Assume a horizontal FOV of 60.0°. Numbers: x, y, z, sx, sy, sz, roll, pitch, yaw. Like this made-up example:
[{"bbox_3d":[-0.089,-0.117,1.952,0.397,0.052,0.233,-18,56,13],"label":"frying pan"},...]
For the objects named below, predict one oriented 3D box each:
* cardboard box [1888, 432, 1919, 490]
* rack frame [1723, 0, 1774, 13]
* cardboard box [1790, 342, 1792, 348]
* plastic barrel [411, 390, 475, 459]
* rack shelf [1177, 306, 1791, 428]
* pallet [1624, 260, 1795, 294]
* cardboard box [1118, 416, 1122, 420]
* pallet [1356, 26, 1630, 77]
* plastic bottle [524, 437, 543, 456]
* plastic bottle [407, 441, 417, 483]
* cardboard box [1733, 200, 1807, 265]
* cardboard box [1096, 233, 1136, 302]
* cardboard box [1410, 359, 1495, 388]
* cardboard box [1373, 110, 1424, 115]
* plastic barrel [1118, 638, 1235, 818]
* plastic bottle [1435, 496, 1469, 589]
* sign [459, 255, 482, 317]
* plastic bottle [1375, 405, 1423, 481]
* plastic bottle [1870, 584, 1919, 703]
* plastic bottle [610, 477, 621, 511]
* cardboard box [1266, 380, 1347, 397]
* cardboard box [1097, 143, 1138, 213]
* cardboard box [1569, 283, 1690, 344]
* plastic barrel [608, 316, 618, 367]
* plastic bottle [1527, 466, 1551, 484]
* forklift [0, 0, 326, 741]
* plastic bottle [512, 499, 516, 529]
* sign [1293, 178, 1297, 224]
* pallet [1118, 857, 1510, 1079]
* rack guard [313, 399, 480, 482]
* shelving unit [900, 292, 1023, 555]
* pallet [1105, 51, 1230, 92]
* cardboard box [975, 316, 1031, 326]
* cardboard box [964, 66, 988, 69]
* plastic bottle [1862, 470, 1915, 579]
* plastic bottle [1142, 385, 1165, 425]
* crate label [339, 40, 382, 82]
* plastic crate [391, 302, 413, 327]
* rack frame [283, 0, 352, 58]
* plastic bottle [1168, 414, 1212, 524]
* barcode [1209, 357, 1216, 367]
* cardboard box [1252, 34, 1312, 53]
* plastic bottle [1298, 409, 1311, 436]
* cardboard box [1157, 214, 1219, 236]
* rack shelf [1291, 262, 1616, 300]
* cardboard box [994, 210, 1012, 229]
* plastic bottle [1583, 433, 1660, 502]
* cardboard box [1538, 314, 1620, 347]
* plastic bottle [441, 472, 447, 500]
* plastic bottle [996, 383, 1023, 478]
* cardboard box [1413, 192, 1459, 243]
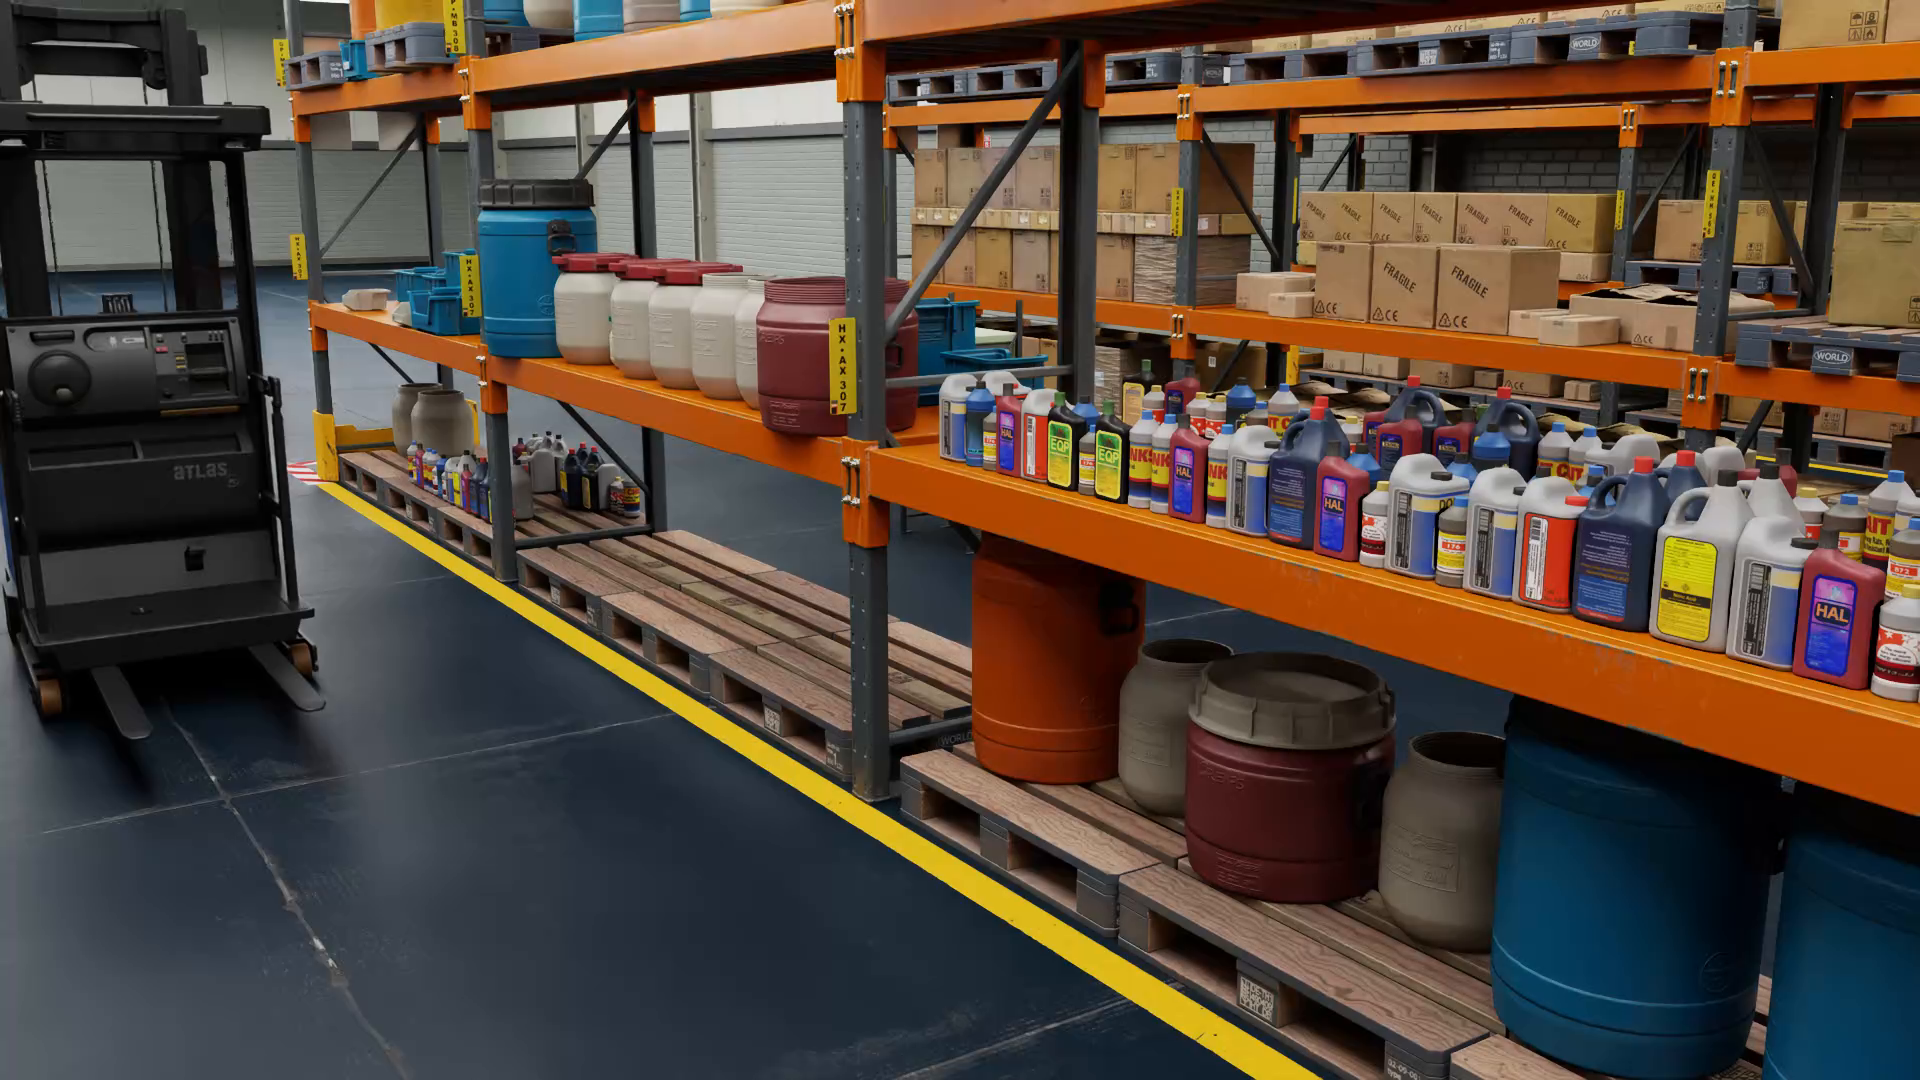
[{"bbox_3d":[4.929,-0.376,8.126,0.500,0.250,0.500,-7,14,-31],"label":"cardboard box"},{"bbox_3d":[4.181,-4.095,8.023,1.000,3.000,0.127,-8,15,-33],"label":"rack frame"},{"bbox_3d":[7.046,-1.524,13.374,0.500,0.250,0.500,-9,15,-34],"label":"cardboard box"},{"bbox_3d":[-3.671,-0.794,11.811,0.421,0.512,0.421,0,12,0],"label":"plastic barrel"},{"bbox_3d":[3.073,-1.168,10.367,1.077,0.370,4.000,-8,15,-33],"label":"rack shelf"},{"bbox_3d":[6.389,-2.216,13.921,1.003,0.211,1.213,-8,15,-33],"label":"pallet"},{"bbox_3d":[1.526,-0.794,12.424,0.500,0.250,0.500,-8,15,-33],"label":"cardboard box"},{"bbox_3d":[3.108,-2.846,9.775,1.003,0.211,1.213,-7,14,-30],"label":"pallet"},{"bbox_3d":[-2.878,-0.563,11.259,0.152,0.276,0.135,-8,15,-32],"label":"plastic bottle"},{"bbox_3d":[-3.632,-0.524,11.093,0.097,0.271,0.097,0,12,0],"label":"plastic bottle"},{"bbox_3d":[6.644,-2.531,13.652,0.700,0.500,0.500,-6,14,-27],"label":"cardboard box"},{"bbox_3d":[1.416,-2.095,12.689,0.700,0.500,0.500,-8,15,-33],"label":"cardboard box"},{"bbox_3d":[4.859,-1.796,16.375,0.700,0.500,0.500,-9,15,-36],"label":"cardboard box"},{"bbox_3d":[4.406,-4.417,16.237,0.500,0.500,0.500,-7,14,-30],"label":"cardboard box"},{"bbox_3d":[0.728,0.607,5.407,0.421,0.512,0.421,0,12,0],"label":"plastic barrel"},{"bbox_3d":[1.141,0.002,3.795,0.097,0.201,0.097,0,12,0],"label":"plastic bottle"},{"bbox_3d":[-2.625,-1.362,8.920,0.100,0.325,0.005,-8,15,-33],"label":"sign"},{"bbox_3d":[1.250,-0.247,4.742,0.061,0.283,0.133,-8,15,-33],"label":"plastic bottle"},{"bbox_3d":[1.697,0.181,2.979,0.097,0.201,0.097,0,12,0],"label":"plastic bottle"},{"bbox_3d":[-2.085,-0.282,10.152,0.097,0.201,0.097,0,12,0],"label":"plastic bottle"},{"bbox_3d":[2.428,-0.973,11.931,0.500,0.311,0.500,-8,15,-33],"label":"cardboard box"},{"bbox_3d":[1.433,-2.726,12.535,0.700,0.500,0.500,-8,15,-33],"label":"cardboard box"},{"bbox_3d":[3.847,-1.303,9.505,0.500,0.311,0.500,-8,15,-33],"label":"cardboard box"},{"bbox_3d":[-1.555,-0.969,8.094,0.301,0.262,0.301,0,12,0],"label":"plastic barrel"},{"bbox_3d":[1.321,-0.033,3.791,0.097,0.271,0.097,0,12,0],"label":"plastic bottle"},{"bbox_3d":[-3.547,-0.801,7.166,1.130,2.935,3.031,-8,15,-32],"label":"forklift"},{"bbox_3d":[-2.621,-0.165,9.617,0.097,0.201,0.097,0,12,0],"label":"plastic bottle"},{"bbox_3d":[2.411,-2.468,12.103,0.100,0.325,0.005,-8,15,-33],"label":"sign"},{"bbox_3d":[1.199,1.136,4.674,1.003,0.211,1.213,-8,15,-33],"label":"pallet"},{"bbox_3d":[-4.296,-0.772,12.722,1.175,0.500,0.348,-8,15,-33],"label":"rack guard"},{"bbox_3d":[-0.004,-0.734,10.207,0.431,1.500,0.755,-8,15,-33],"label":"shelving unit"},{"bbox_3d":[1.471,-3.446,12.285,1.003,0.211,1.213,-8,15,-33],"label":"pallet"},{"bbox_3d":[0.293,-1.755,15.063,0.500,0.500,0.500,-8,15,-33],"label":"cardboard box"},{"bbox_3d":[0.254,-3.973,13.764,0.380,0.149,0.250,-8,15,-33],"label":"cardboard box"},{"bbox_3d":[2.088,-0.021,3.735,0.097,0.271,0.097,0,12,0],"label":"plastic bottle"},{"bbox_3d":[0.683,-0.437,5.805,0.097,0.201,0.097,0,12,0],"label":"plastic bottle"},{"bbox_3d":[-3.615,-3.022,10.486,0.502,0.251,0.408,-8,15,-33],"label":"crate label"},{"bbox_3d":[-3.271,-1.420,10.450,0.530,0.136,0.437,-8,15,-33],"label":"plastic crate"},{"bbox_3d":[-4.377,-4.932,11.851,1.000,3.000,0.127,-8,15,-33],"label":"rack frame"},{"bbox_3d":[0.628,-0.195,4.507,0.061,0.283,0.133,-8,15,-33],"label":"plastic bottle"},{"bbox_3d":[1.759,-1.244,11.601,0.001,0.075,0.075,-8,15,-33],"label":"barcode"},{"bbox_3d":[2.298,-3.362,11.061,0.500,0.250,0.500,-6,14,-27],"label":"cardboard box"},{"bbox_3d":[1.081,-0.310,5.221,0.097,0.201,0.097,0,12,0],"label":"plastic bottle"},{"bbox_3d":[1.636,-2.264,11.942,0.380,0.149,0.250,-8,15,-33],"label":"cardboard box"},{"bbox_3d":[4.978,-2.467,16.304,1.077,0.370,4.000,-8,15,-33],"label":"rack shelf"},{"bbox_3d":[0.502,-2.628,13.608,0.380,0.149,0.250,-8,15,-33],"label":"cardboard box"},{"bbox_3d":[1.691,-0.140,4.270,0.152,0.276,0.135,-8,15,-33],"label":"plastic bottle"},{"bbox_3d":[3.453,-1.169,9.272,0.380,0.149,0.250,-8,15,-33],"label":"cardboard box"},{"bbox_3d":[-3.218,-0.357,10.492,0.097,0.201,0.097,0,12,0],"label":"plastic bottle"},{"bbox_3d":[0.170,-0.342,5.179,0.061,0.283,0.133,-8,15,-33],"label":"plastic bottle"},{"bbox_3d":[4.727,-3.084,15.992,0.500,0.500,0.500,-8,14,-31],"label":"cardboard box"}]
